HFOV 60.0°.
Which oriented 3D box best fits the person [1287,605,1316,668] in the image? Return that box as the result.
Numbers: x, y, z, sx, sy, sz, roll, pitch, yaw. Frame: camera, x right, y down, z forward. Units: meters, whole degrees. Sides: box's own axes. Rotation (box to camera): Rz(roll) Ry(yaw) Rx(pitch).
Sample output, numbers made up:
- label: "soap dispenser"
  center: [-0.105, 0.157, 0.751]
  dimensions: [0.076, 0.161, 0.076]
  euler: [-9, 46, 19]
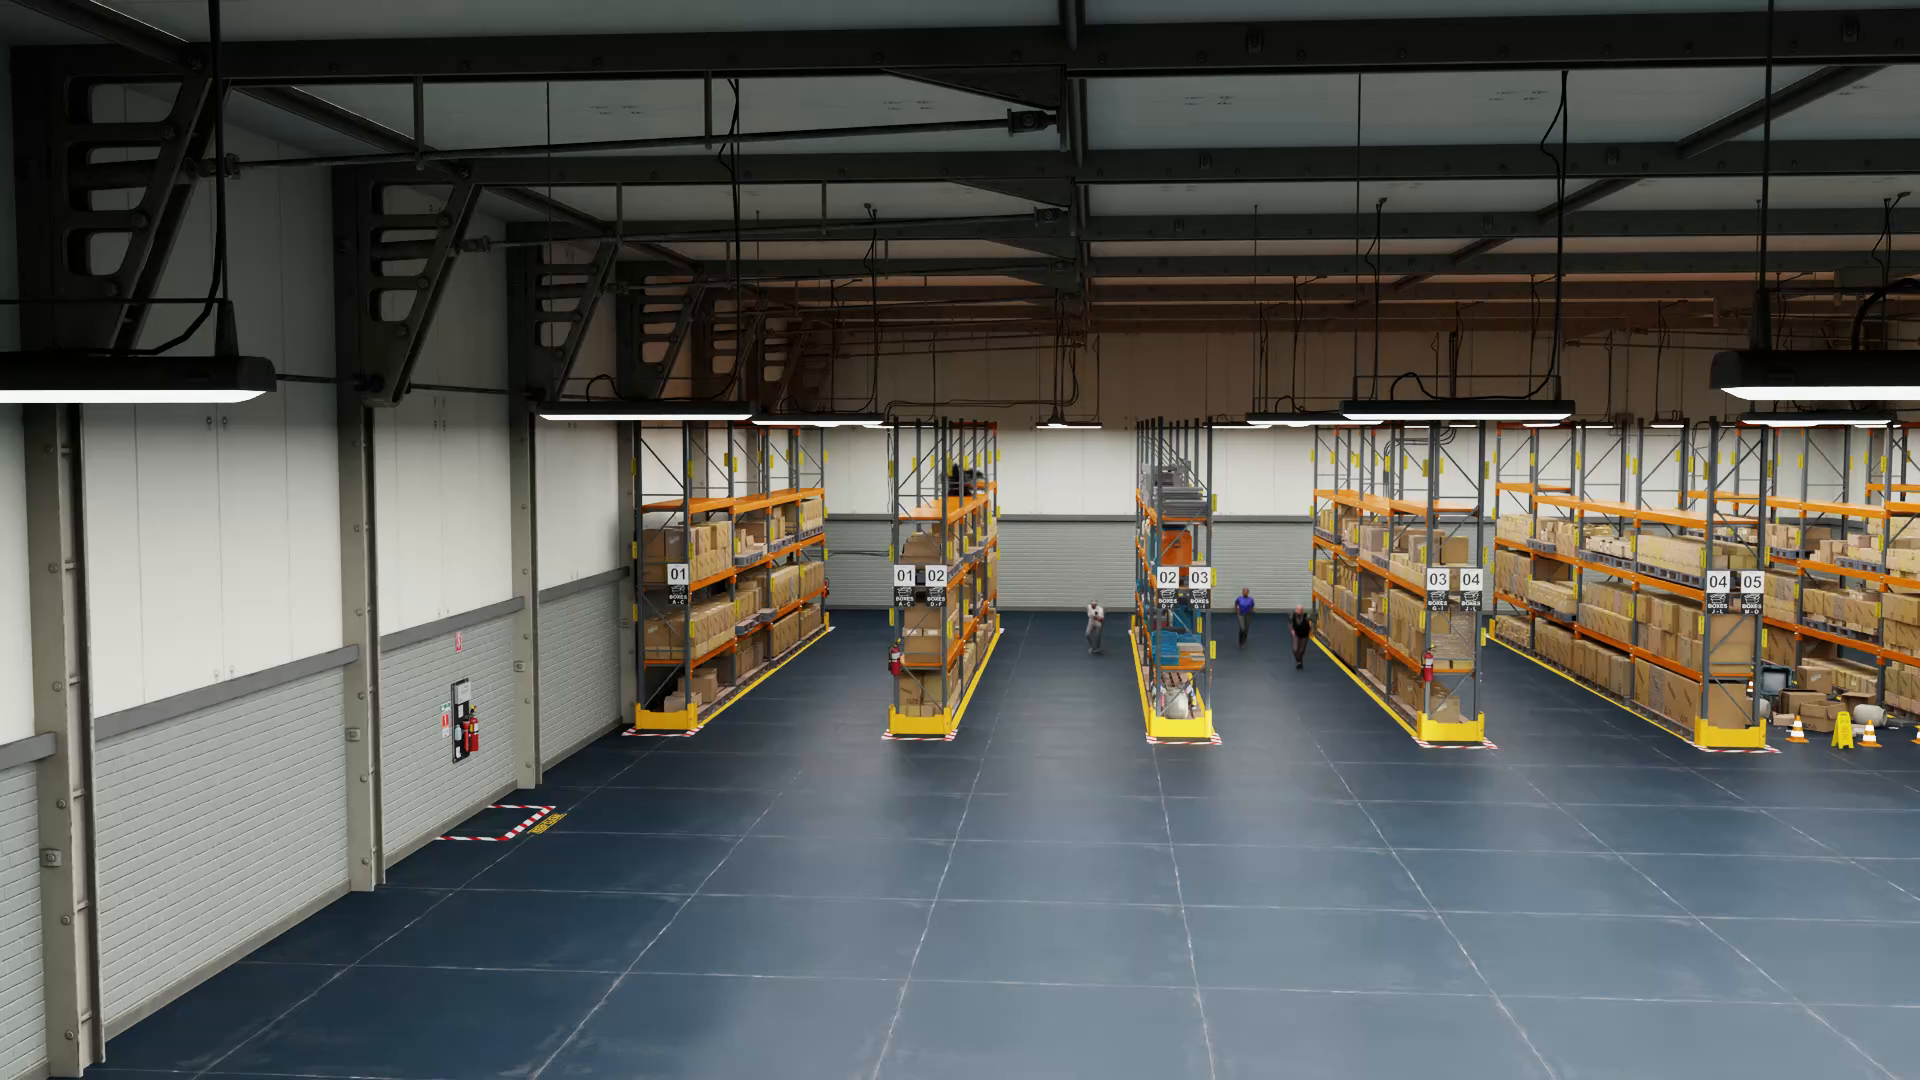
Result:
- label: "person"
  center: [8.266, 2.322, 40.237]
  dimensions: [0.679, 1.552, 0.850]
  euler: [1, 4, 14]

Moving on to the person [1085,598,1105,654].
- label: "person"
  center: [3.496, 2.190, 42.723]
  dimensions: [0.582, 1.444, 1.070]
  euler: [2, 4, 23]

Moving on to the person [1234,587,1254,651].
- label: "person"
  center: [7.475, 2.071, 43.630]
  dimensions: [0.463, 1.670, 0.791]
  euler: [0, 4, -5]
